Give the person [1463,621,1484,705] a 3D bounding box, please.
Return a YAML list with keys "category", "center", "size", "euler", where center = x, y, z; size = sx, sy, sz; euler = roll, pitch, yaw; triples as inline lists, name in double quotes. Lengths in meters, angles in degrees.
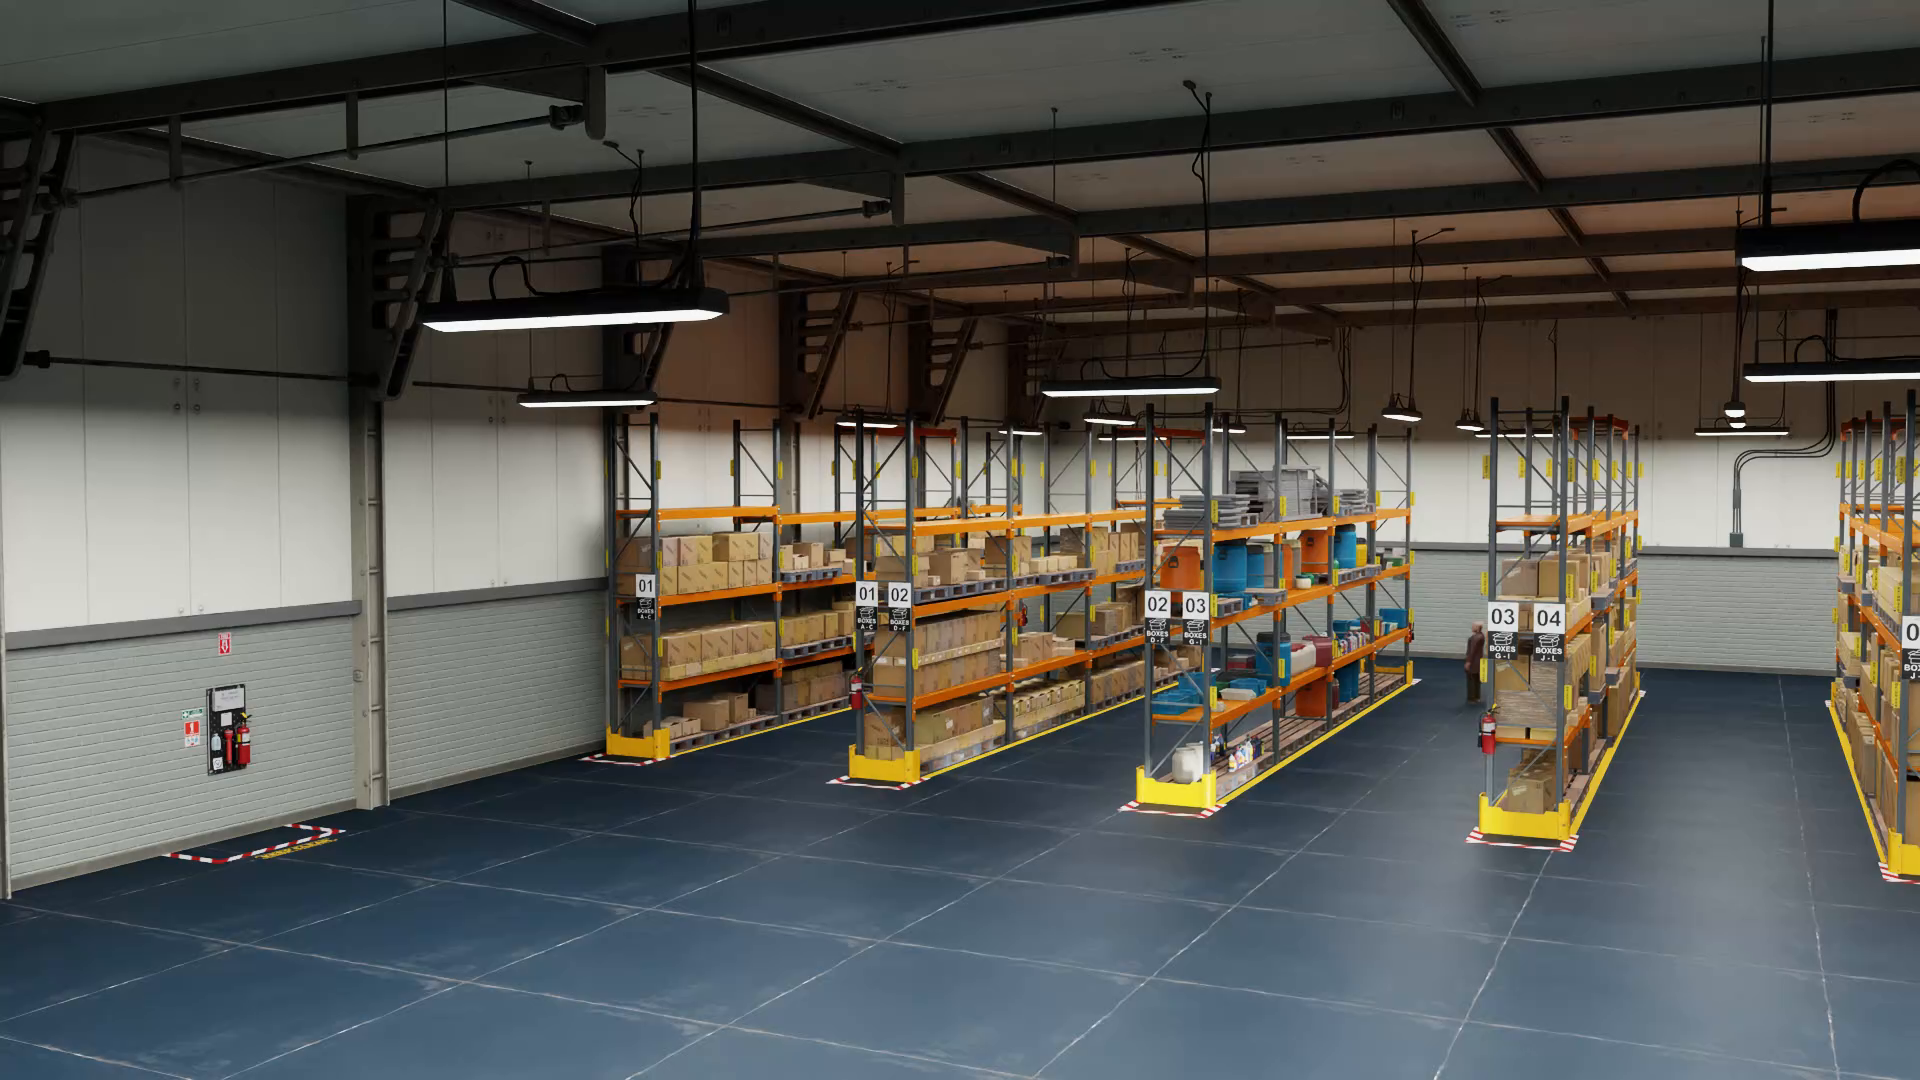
- category: "person"
  center: [10.924, 2.617, 35.548]
  size: [0.515, 1.788, 0.595]
  euler: [2, 3, 40]
